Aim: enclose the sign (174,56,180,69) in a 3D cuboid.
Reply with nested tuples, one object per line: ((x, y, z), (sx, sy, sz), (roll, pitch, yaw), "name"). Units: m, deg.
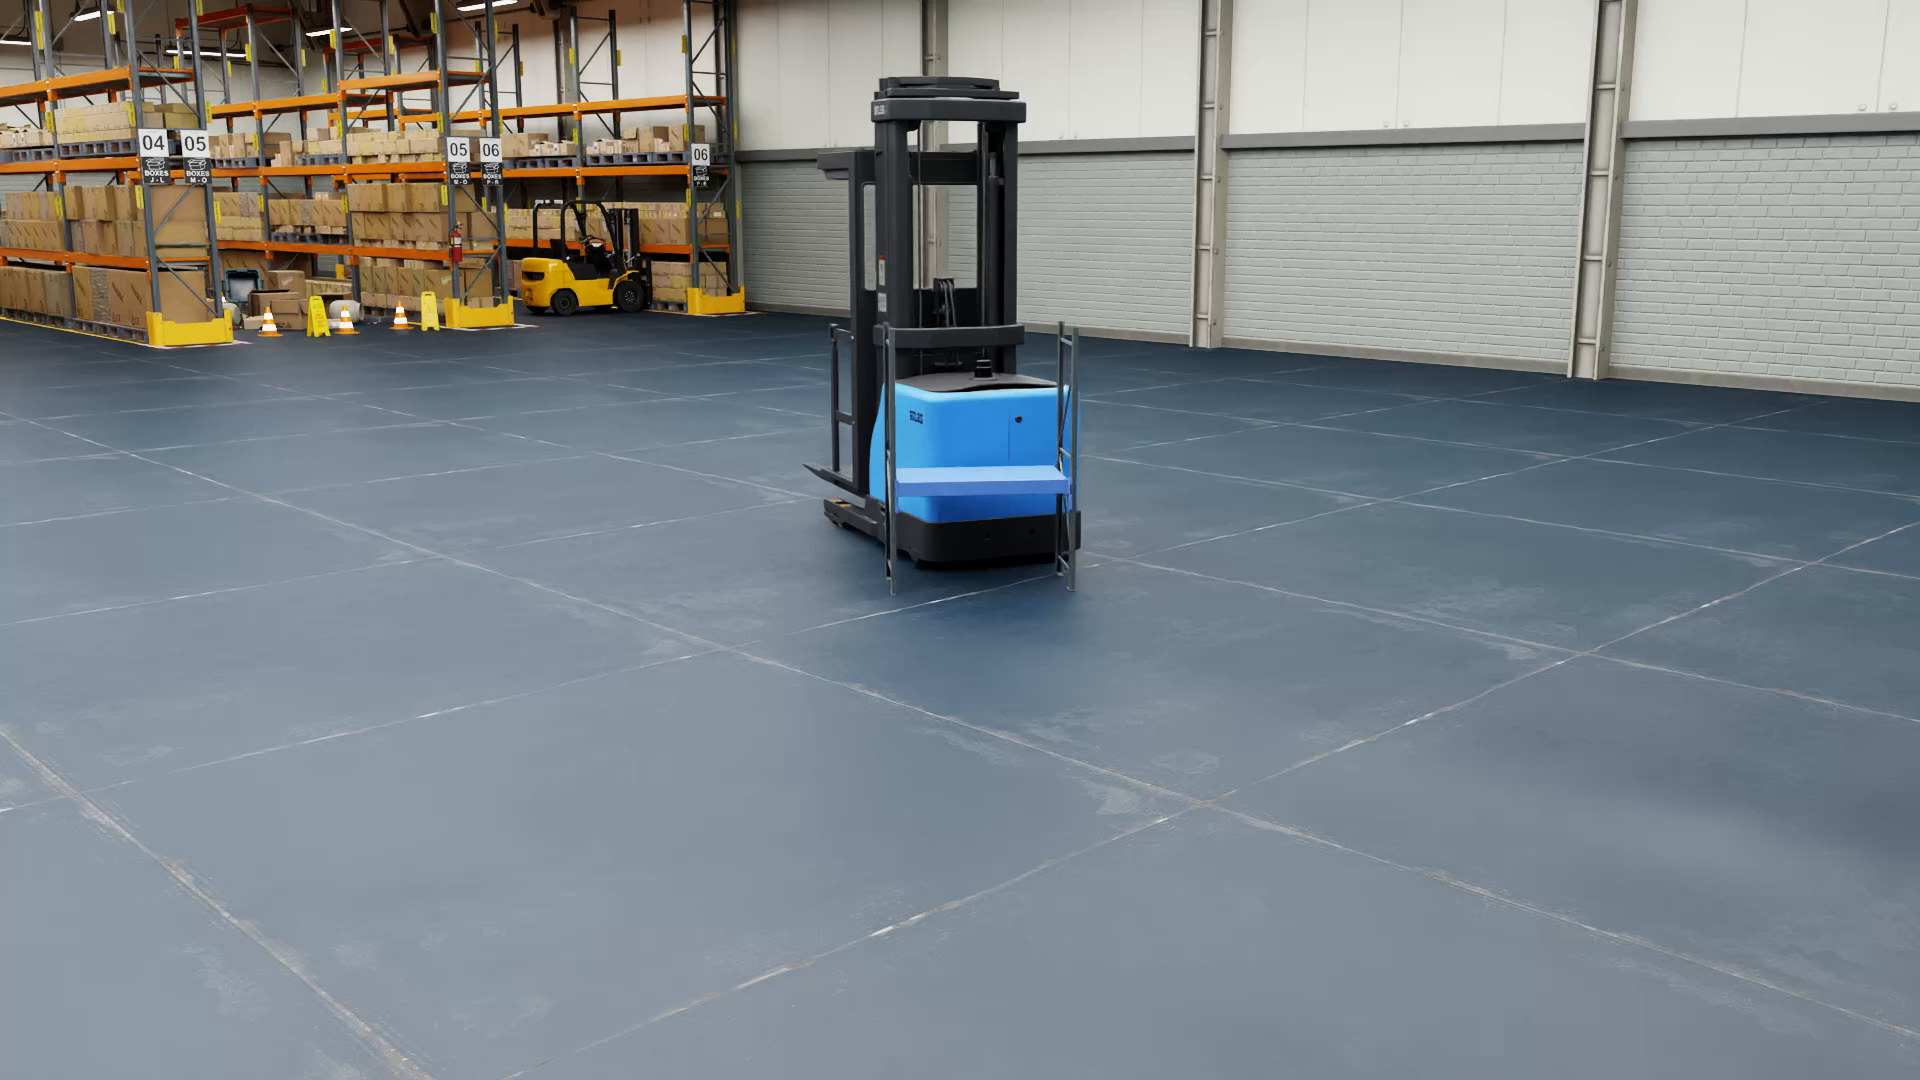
((-17.050, -10.361, 36.194), (0.100, 0.325, 0.005), (-11, 16, -43), "sign")

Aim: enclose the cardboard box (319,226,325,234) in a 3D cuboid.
((-12.214, -6.024, 32.297), (0.380, 0.149, 0.250), (-11, 16, -42), "cardboard box")

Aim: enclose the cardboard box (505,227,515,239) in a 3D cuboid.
((-9.809, -6.824, 36.970), (0.500, 0.250, 0.500), (-11, 16, -44), "cardboard box")

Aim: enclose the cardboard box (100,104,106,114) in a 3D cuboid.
((-13.033, -6.647, 25.666), (0.380, 0.149, 0.250), (-11, 16, -42), "cardboard box")

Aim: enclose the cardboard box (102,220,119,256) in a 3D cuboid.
((-13.232, -4.875, 26.769), (0.875, 0.550, 0.500), (-11, 16, -43), "cardboard box")

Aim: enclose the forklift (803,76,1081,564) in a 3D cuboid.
((-0.293, -1.547, 11.159), (1.130, 2.935, 3.031), (-5, 13, -23), "forklift")

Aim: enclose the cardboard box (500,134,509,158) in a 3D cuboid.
((-9.958, -8.703, 36.751), (0.500, 0.500, 0.500), (-11, 16, -42), "cardboard box")

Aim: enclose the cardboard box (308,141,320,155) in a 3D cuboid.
((-12.312, -7.610, 32.311), (0.500, 0.250, 0.500), (-11, 16, -42), "cardboard box")

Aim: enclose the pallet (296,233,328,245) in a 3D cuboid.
((-12.473, -6.001, 33.079), (1.003, 0.211, 1.213), (-11, 16, -43), "pallet")

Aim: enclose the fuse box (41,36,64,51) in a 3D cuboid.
((-23.469, -12.831, 42.961), (0.513, 0.334, 0.176), (-11, 16, -43), "fuse box")

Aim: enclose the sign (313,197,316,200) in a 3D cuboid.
((-13.483, -6.983, 34.699), (0.100, 0.325, 0.005), (-11, 16, -43), "sign")

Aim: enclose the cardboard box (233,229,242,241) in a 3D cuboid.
((-15.107, -6.490, 35.351), (0.500, 0.250, 0.500), (-11, 16, -43), "cardboard box")

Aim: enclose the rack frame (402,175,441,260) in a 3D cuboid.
((-13.044, -7.654, 40.628), (1.000, 3.000, 0.127), (-11, 16, -43), "rack frame")

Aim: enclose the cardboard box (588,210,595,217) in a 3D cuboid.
((-7.490, -6.770, 34.482), (0.380, 0.149, 0.250), (-11, 16, -43), "cardboard box")

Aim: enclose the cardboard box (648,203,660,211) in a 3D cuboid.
((-5.928, -6.573, 32.790), (0.380, 0.149, 0.250), (-10, 16, -41), "cardboard box")

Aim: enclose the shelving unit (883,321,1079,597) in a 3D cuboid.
((0.107, -0.477, 9.512), (1.048, 1.500, 0.538), (-1, 12, -6), "shelving unit")

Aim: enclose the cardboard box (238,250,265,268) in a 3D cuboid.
((-14.899, -5.786, 35.787), (0.875, 0.875, 0.875), (-11, 16, -42), "cardboard box")

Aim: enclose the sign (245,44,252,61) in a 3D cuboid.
((-14.268, -9.773, 33.341), (0.100, 0.325, 0.005), (-11, 16, -43), "sign")

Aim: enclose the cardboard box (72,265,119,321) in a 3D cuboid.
((-14.234, -4.153, 27.860), (0.875, 0.875, 0.875), (-11, 16, -42), "cardboard box")

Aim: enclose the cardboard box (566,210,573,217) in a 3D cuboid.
((-8.107, -6.907, 35.148), (0.380, 0.149, 0.250), (-11, 16, -43), "cardboard box")

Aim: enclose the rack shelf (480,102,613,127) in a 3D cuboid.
((-8.901, -9.168, 35.885), (1.077, 0.370, 4.000), (-11, 16, -43), "rack shelf")

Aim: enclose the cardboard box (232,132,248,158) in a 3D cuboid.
((-14.690, -8.220, 34.652), (0.500, 0.500, 0.700), (11, 16, 42), "cardboard box")

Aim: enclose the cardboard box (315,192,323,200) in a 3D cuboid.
((-12.281, -6.684, 32.285), (0.250, 0.149, 0.380), (11, 16, 43), "cardboard box")

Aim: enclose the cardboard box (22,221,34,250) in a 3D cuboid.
((-16.221, -5.399, 29.434), (0.500, 0.500, 0.500), (-11, 16, -43), "cardboard box")

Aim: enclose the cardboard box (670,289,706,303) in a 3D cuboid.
((-5.310, -4.786, 32.482), (0.500, 0.250, 0.500), (-11, 16, -42), "cardboard box")

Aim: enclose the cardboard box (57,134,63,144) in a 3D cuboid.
((-14.612, -6.590, 27.364), (0.380, 0.149, 0.250), (-11, 16, -43), "cardboard box")

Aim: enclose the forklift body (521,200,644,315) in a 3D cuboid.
((-7.386, -5.509, 32.322), (2.313, 2.155, 1.214), (-11, 16, -43), "forklift body")

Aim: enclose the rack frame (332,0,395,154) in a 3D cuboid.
((-11.107, -8.732, 30.996), (1.000, 3.000, 0.127), (-11, 16, -43), "rack frame")

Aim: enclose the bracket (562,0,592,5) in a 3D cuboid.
((-6.909, -11.218, 34.141), (0.076, 0.066, 4.783), (-11, 16, -43), "bracket")

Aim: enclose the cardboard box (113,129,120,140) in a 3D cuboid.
((-12.681, -6.182, 25.385), (0.380, 0.149, 0.250), (-11, 16, -42), "cardboard box")

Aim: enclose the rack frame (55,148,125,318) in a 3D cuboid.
((-14.617, -5.090, 28.181), (1.000, 3.000, 0.127), (-11, 16, -43), "rack frame")

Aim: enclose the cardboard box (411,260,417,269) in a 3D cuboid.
((-9.560, -4.916, 29.647), (0.380, 0.149, 0.250), (-11, 16, -42), "cardboard box")

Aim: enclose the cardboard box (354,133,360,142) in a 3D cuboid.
((-10.925, -7.405, 30.635), (0.380, 0.149, 0.250), (-10, 15, -41), "cardboard box")

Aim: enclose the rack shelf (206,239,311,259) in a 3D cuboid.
((-15.251, -6.317, 35.924), (1.077, 0.370, 4.000), (-11, 16, -43), "rack shelf")

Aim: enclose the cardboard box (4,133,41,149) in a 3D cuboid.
((-16.693, -7.114, 29.658), (0.500, 0.250, 0.500), (-10, 16, -41), "cardboard box")

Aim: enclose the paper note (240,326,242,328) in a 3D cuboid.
((-12.356, -3.688, 28.757), (0.172, 0.023, 0.155), (-5, 13, -23), "paper note")

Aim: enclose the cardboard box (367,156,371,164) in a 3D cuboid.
((-10.678, -6.994, 30.613), (0.380, 0.149, 0.250), (-11, 16, -43), "cardboard box")

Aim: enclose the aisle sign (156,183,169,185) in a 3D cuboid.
((-19.220, -8.872, 40.100), (0.394, 0.787, 0.004), (-11, 16, -43), "aisle sign")

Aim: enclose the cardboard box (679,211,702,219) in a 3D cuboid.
((-5.199, -6.281, 32.108), (0.380, 0.149, 0.250), (-11, 16, -42), "cardboard box")

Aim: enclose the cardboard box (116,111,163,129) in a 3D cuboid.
((-12.395, -6.334, 25.135), (0.500, 0.250, 0.500), (-11, 16, -42), "cardboard box")

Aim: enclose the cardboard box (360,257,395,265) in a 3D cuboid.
((-14.891, -6.986, 42.542), (0.700, 0.500, 0.500), (-10, 15, -40), "cardboard box")

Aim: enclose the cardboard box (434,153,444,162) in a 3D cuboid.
((-8.793, -6.569, 28.554), (0.380, 0.149, 0.250), (-11, 16, -42), "cardboard box")

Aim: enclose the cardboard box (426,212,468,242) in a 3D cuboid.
((-8.919, -5.446, 28.925), (0.500, 0.500, 0.500), (-11, 16, -44), "cardboard box")

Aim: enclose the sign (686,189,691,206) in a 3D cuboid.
((-5.159, -6.512, 31.629), (0.100, 0.325, 0.005), (-11, 16, -43), "sign")

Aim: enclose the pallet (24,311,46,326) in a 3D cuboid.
((-16.051, -4.004, 29.823), (1.003, 0.211, 1.213), (-11, 16, -43), "pallet")

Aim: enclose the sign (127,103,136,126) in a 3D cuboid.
((-12.257, -6.296, 24.607), (0.100, 0.325, 0.005), (-11, 16, -43), "sign")

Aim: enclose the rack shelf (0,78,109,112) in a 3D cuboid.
((-15.999, -7.771, 29.106), (1.077, 0.370, 4.000), (-11, 16, -43), "rack shelf")

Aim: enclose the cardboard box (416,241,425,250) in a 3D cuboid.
((-9.374, -5.207, 29.375), (0.380, 0.149, 0.250), (-11, 16, -42), "cardboard box")

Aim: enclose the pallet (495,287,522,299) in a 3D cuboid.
((-9.742, -5.579, 37.466), (1.003, 0.211, 1.213), (-11, 16, -43), "pallet")

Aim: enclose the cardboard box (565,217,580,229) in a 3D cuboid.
((-8.044, -6.694, 35.100), (0.500, 0.250, 0.500), (-11, 16, -44), "cardboard box")

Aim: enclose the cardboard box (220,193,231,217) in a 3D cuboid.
((-15.458, -7.178, 35.590), (0.500, 0.500, 0.500), (-11, 16, -43), "cardboard box")

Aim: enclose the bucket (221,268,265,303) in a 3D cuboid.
((-12.856, -4.532, 29.821), (0.726, 0.611, 0.620), (-5, 3, -23), "bucket")

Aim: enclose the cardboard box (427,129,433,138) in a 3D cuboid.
((-8.942, -6.998, 28.658), (0.380, 0.149, 0.250), (-11, 16, -42), "cardboard box")

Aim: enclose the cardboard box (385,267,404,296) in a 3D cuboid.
((-10.160, -4.744, 30.420), (0.500, 0.500, 0.500), (-10, 15, -40), "cardboard box")
